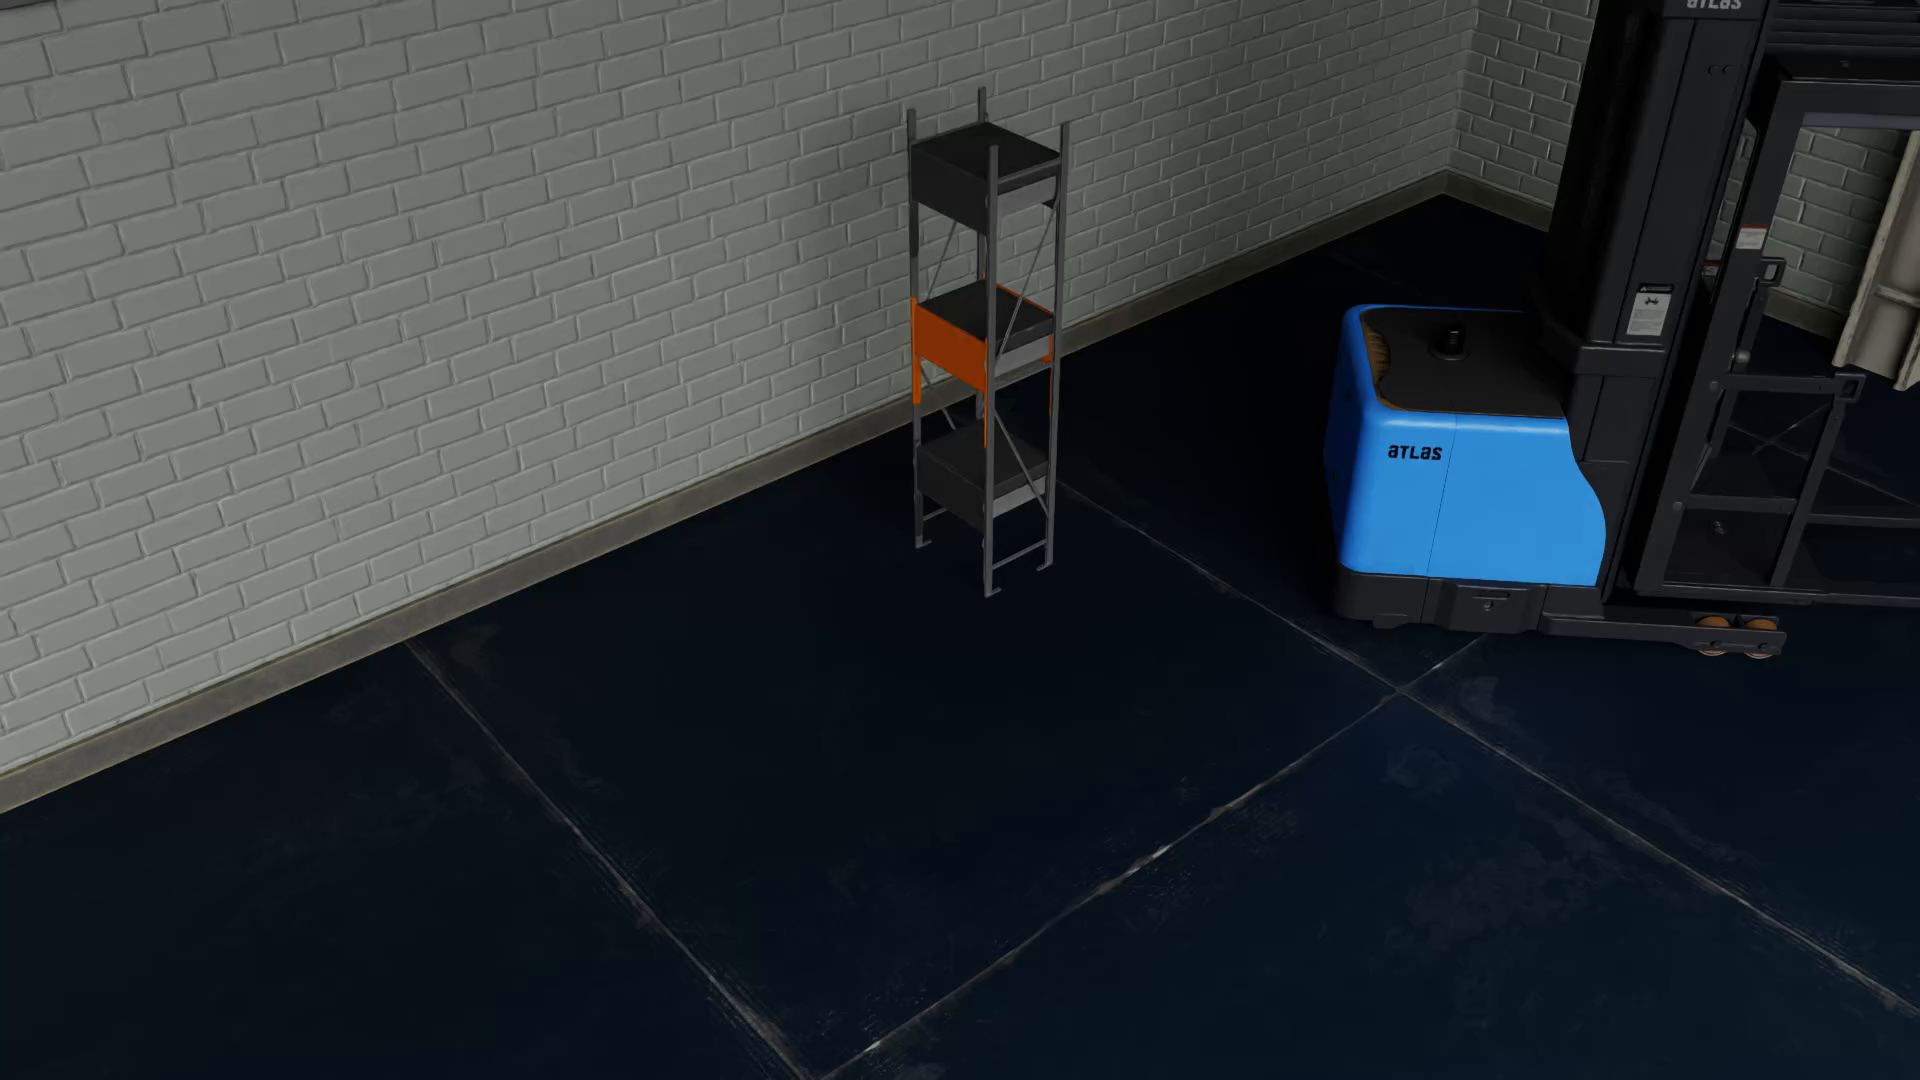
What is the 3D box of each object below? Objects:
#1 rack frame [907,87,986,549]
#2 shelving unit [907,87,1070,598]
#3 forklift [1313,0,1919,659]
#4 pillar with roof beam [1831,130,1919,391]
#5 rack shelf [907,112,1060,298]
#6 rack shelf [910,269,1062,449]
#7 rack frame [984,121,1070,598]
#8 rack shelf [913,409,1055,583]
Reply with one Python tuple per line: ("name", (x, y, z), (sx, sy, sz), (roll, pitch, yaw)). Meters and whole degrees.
("rack frame", (-0.051, -0.892, 7.192), (0.400, 2.100, 0.015), (-26, 43, -32))
("shelving unit", (0.107, -0.784, 7.040), (0.431, 2.100, 0.503), (-26, 43, -32))
("forklift", (3.150, -1.018, 6.651), (3.031, 2.935, 1.130), (3, 35, 5))
("pillar with roof beam", (1.727, -3.002, 4.203), (9.100, 9.000, 0.400), (-26, 43, -32))
("rack shelf", (0.107, -1.344, 6.643), (0.431, 0.518, 0.480), (-26, 43, -32))
("rack shelf", (0.107, -0.773, 7.048), (0.431, 0.518, 0.480), (-26, 43, -32))
("rack frame", (0.264, -0.676, 6.888), (0.400, 2.100, 0.015), (-26, 43, -32))
("rack shelf", (0.107, -0.201, 7.452), (0.431, 0.518, 0.480), (-26, 43, -32))
